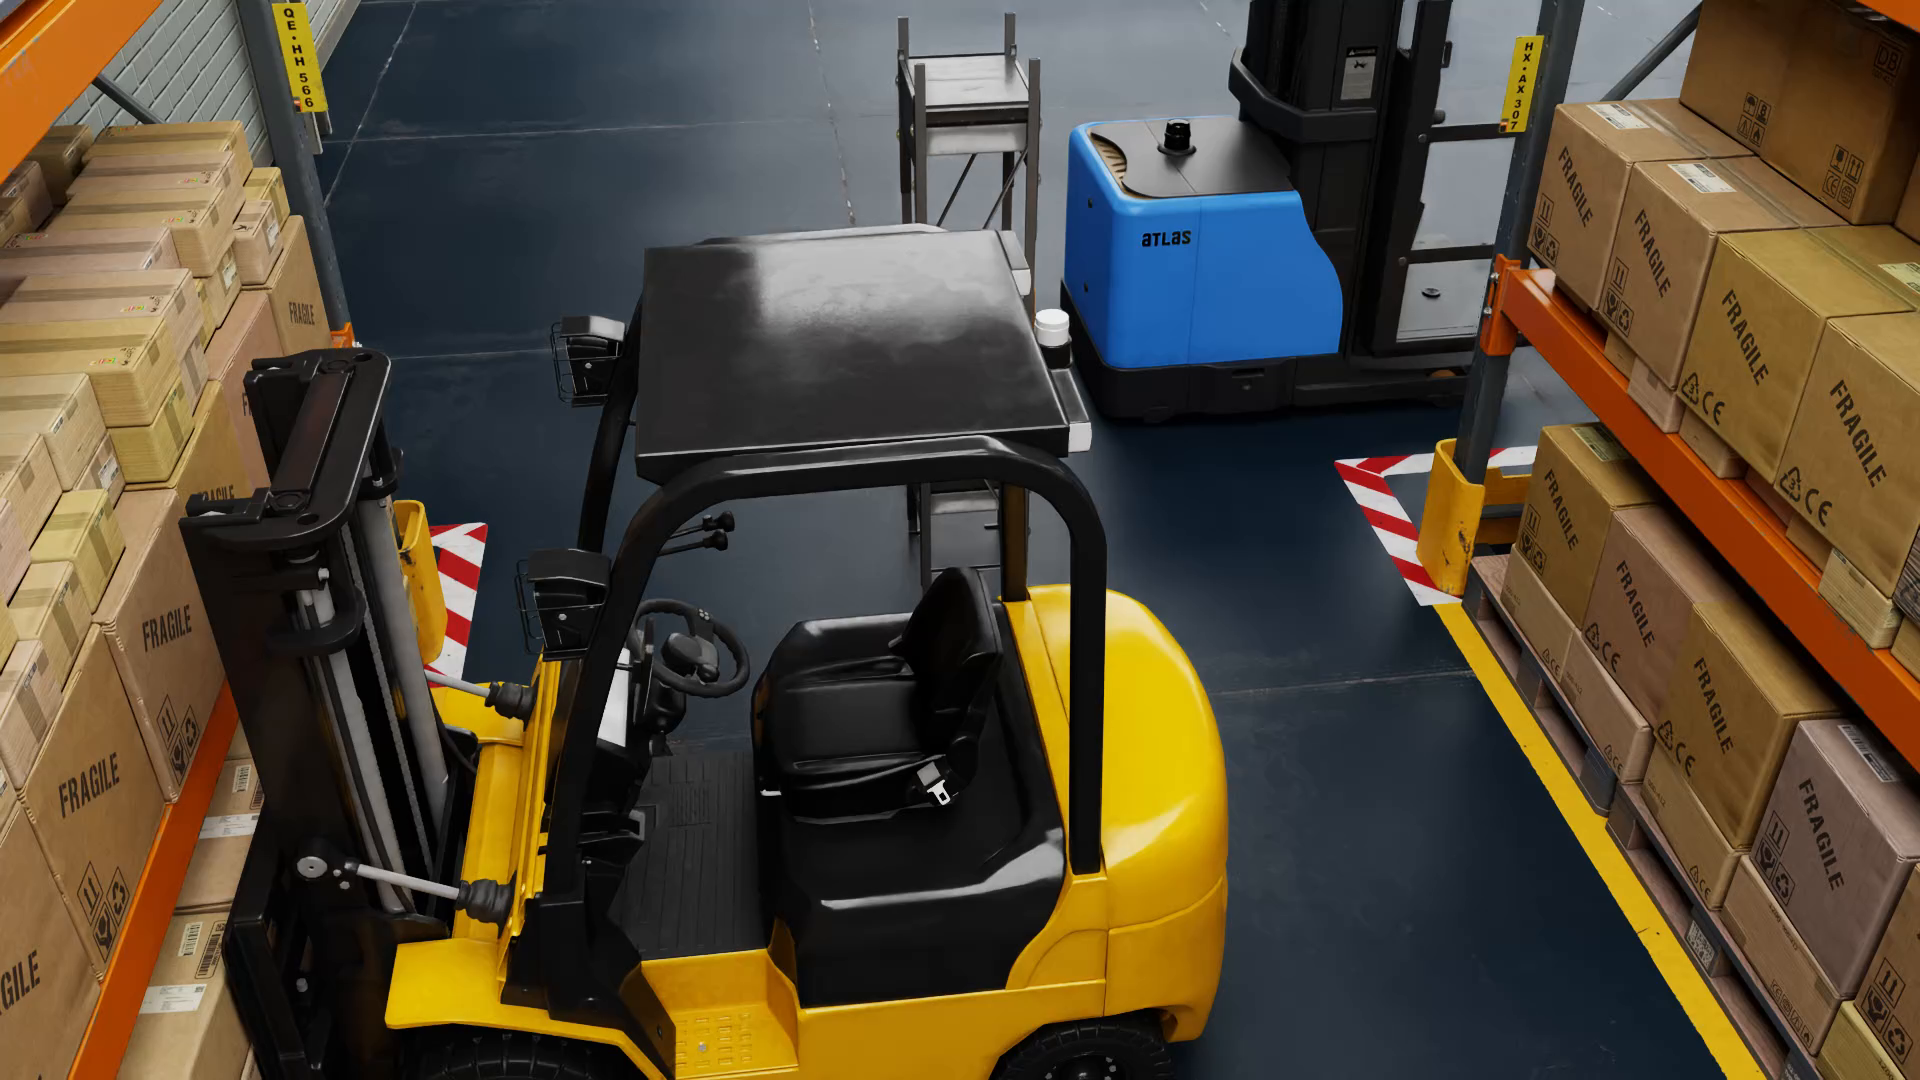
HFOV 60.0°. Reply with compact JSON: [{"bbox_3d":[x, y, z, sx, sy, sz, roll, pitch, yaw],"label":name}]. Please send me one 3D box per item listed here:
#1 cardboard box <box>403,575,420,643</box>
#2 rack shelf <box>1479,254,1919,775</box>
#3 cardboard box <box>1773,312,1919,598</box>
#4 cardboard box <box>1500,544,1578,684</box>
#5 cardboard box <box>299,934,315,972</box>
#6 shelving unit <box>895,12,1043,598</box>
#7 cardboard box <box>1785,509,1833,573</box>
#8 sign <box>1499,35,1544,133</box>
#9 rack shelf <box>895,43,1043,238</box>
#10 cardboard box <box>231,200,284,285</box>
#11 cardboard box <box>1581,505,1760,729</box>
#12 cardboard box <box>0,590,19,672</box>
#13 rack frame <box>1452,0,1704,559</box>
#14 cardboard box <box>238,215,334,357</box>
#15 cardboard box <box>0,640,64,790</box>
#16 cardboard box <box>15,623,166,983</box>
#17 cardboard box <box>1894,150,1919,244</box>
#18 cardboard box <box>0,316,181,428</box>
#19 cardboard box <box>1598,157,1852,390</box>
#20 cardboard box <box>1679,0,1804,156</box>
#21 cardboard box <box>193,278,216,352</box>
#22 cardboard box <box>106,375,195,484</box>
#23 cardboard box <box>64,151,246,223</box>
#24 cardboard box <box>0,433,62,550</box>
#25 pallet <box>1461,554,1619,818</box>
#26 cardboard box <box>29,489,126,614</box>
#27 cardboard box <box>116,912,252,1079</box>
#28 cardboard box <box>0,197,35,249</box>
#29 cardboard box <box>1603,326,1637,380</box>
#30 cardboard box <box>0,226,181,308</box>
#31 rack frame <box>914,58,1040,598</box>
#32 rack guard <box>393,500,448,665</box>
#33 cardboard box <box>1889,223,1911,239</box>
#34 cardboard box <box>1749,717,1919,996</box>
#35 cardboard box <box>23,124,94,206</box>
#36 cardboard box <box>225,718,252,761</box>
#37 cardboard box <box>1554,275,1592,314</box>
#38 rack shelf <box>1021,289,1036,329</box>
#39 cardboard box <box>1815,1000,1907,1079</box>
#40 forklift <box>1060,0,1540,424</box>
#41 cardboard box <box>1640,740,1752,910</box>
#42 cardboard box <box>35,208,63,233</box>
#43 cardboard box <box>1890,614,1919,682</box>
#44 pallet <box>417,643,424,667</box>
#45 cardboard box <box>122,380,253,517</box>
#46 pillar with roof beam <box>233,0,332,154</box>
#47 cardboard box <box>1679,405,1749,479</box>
[{"bbox_3d":[-2.130,0.377,5.602,0.500,0.250,0.500,-4,34,-6],"label":"cardboard box"},{"bbox_3d":[2.681,0.212,4.415,1.077,0.370,4.000,-4,35,-6],"label":"rack shelf"},{"bbox_3d":[2.420,-0.224,4.063,0.500,0.500,0.500,-5,35,-7],"label":"cardboard box"},{"bbox_3d":[2.246,0.232,5.815,0.500,0.250,0.500,-5,35,-7],"label":"cardboard box"},{"bbox_3d":[-1.920,1.027,4.204,0.500,0.250,0.500,-4,35,-7],"label":"cardboard box"},{"bbox_3d":[0.022,-0.775,6.023,0.431,2.100,0.503,-4,35,-6],"label":"shelving unit"},{"bbox_3d":[2.414,-0.019,4.338,0.380,0.149,0.250,-5,35,-8],"label":"cardboard box"},{"bbox_3d":[1.874,-1.518,5.546,0.100,0.325,0.005,-4,35,-6],"label":"sign"},{"bbox_3d":[0.022,-1.342,5.637,0.431,0.518,0.480,-4,35,-6],"label":"rack shelf"},{"bbox_3d":[-2.118,-0.820,4.626,0.380,0.149,0.250,-4,34,-6],"label":"cardboard box"},{"bbox_3d":[2.325,0.227,5.156,0.500,0.500,0.500,-6,35,-8],"label":"cardboard box"},{"bbox_3d":[-1.880,0.201,2.863,0.380,0.149,0.250,-5,35,-7],"label":"cardboard box"},{"bbox_3d":[2.412,-1.202,5.850,1.000,3.000,0.127,-4,35,-6],"label":"rack frame"},{"bbox_3d":[-2.180,-0.610,4.893,0.500,0.500,0.500,-5,35,-7],"label":"cardboard box"},{"bbox_3d":[-1.843,0.324,2.946,0.380,0.149,0.250,-5,35,-7],"label":"cardboard box"},{"bbox_3d":[-1.925,0.528,3.223,0.500,0.500,0.500,-5,35,-7],"label":"cardboard box"},{"bbox_3d":[2.928,-0.951,4.241,0.700,0.500,0.500,-5,35,-7],"label":"cardboard box"},{"bbox_3d":[-1.978,-0.367,3.697,0.380,0.149,0.250,-4,34,-5],"label":"cardboard box"},{"bbox_3d":[2.273,-0.792,4.895,0.500,0.500,0.500,-3,34,-5],"label":"cardboard box"},{"bbox_3d":[2.697,-1.511,5.062,0.700,0.500,0.500,-5,35,-8],"label":"cardboard box"},{"bbox_3d":[-2.122,-0.532,4.202,0.380,0.149,0.250,-5,35,-7],"label":"cardboard box"},{"bbox_3d":[-1.985,-0.247,3.784,0.380,0.149,0.250,-4,34,-6],"label":"cardboard box"},{"bbox_3d":[-2.185,-0.937,4.532,0.380,0.149,0.250,-4,35,-6],"label":"cardboard box"},{"bbox_3d":[-2.020,-0.075,3.267,0.380,0.149,0.250,-4,35,-6],"label":"cardboard box"},{"bbox_3d":[2.496,0.449,5.904,1.003,0.211,1.213,-4,35,-6],"label":"pallet"},{"bbox_3d":[-1.939,0.037,3.368,0.380,0.149,0.250,-5,35,-7],"label":"cardboard box"},{"bbox_3d":[-1.860,1.101,3.651,0.500,0.250,0.500,-3,34,-5],"label":"cardboard box"},{"bbox_3d":[-2.622,-0.758,4.269,0.380,0.149,0.250,-4,34,-5],"label":"cardboard box"},{"bbox_3d":[2.256,-0.599,5.188,0.380,0.149,0.250,-5,35,-8],"label":"cardboard box"},{"bbox_3d":[-2.164,-0.648,4.109,0.380,0.149,0.250,-4,34,-6],"label":"cardboard box"},{"bbox_3d":[0.055,-0.639,5.823,0.400,2.100,0.015,-4,35,-6],"label":"rack frame"},{"bbox_3d":[-2.510,0.196,6.019,1.175,0.500,0.348,-4,35,-6],"label":"rack guard"},{"bbox_3d":[2.821,-0.804,4.914,0.500,0.500,0.500,-4,35,-6],"label":"cardboard box"},{"bbox_3d":[2.464,0.805,4.308,0.500,0.500,0.500,-3,34,-4],"label":"cardboard box"},{"bbox_3d":[-2.673,-1.052,4.702,0.380,0.149,0.250,-5,35,-7],"label":"cardboard box"},{"bbox_3d":[-1.983,0.524,4.498,0.500,0.250,0.500,-4,34,-6],"label":"cardboard box"},{"bbox_3d":[2.252,-0.893,5.619,0.380,0.149,0.250,-4,35,-6],"label":"cardboard box"},{"bbox_3d":[0.022,-0.764,6.031,0.431,0.518,0.480,-4,35,-6],"label":"rack shelf"},{"bbox_3d":[2.522,1.387,4.120,0.500,0.250,0.500,-5,35,-8],"label":"cardboard box"},{"bbox_3d":[2.053,-2.114,7.249,3.031,2.935,1.130,-5,35,-8],"label":"forklift"},{"bbox_3d":[2.393,0.821,4.950,0.500,0.250,0.500,-2,34,-3],"label":"cardboard box"},{"bbox_3d":[-2.621,-0.791,4.583,0.380,0.149,0.250,-4,35,-6],"label":"cardboard box"},{"bbox_3d":[2.460,0.266,3.919,0.380,0.149,0.250,-5,35,-7],"label":"cardboard box"},{"bbox_3d":[-2.362,0.752,5.459,1.003,0.211,1.213,-4,35,-6],"label":"pallet"},{"bbox_3d":[-2.050,-0.034,4.048,0.500,0.500,0.500,-5,35,-7],"label":"cardboard box"},{"bbox_3d":[0.153,-6.520,8.327,9.100,9.000,0.400,-4,35,-6],"label":"pillar with roof beam"},{"bbox_3d":[2.312,-0.312,4.767,0.380,0.149,0.250,-3,34,-5],"label":"cardboard box"}]
